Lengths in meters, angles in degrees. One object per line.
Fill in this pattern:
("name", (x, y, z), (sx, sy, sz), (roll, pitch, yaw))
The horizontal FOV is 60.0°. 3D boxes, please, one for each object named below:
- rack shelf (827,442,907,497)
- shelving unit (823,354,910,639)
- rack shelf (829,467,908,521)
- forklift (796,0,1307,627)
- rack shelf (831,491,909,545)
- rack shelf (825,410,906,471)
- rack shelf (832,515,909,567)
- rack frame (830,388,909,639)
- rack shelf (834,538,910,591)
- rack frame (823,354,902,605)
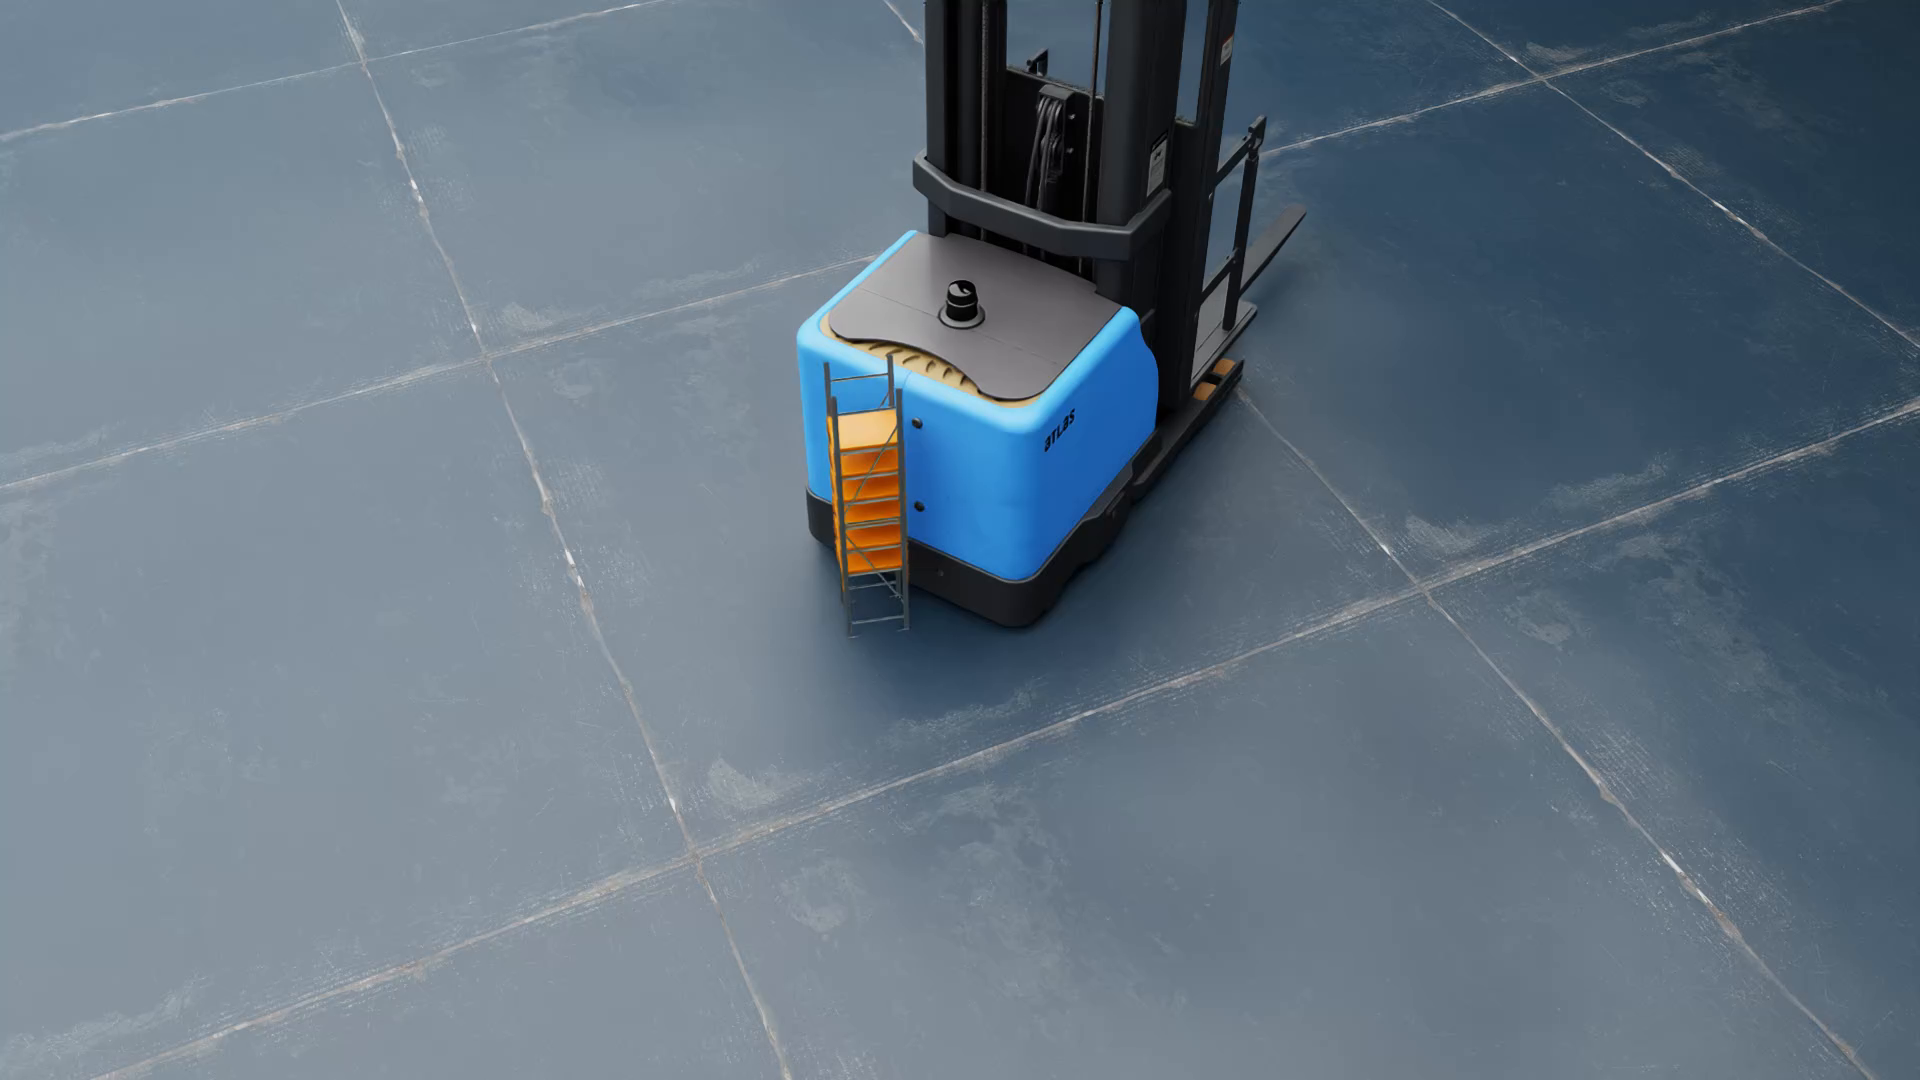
("rack shelf", (-0.330, -0.267, 5.888), (0.258, 0.103, 0.180), (-8, 45, -8))
("shelving unit", (-0.330, -0.128, 6.025), (0.258, 1.200, 0.189), (-8, 45, -8))
("rack shelf", (-0.330, -0.181, 5.972), (0.258, 0.103, 0.180), (-8, 45, -8))
("forklift", (0.599, -1.730, 6.417), (1.130, 2.935, 3.031), (24, 49, 22))
("rack shelf", (-0.330, -0.096, 6.056), (0.258, 0.103, 0.180), (-8, 45, -8))
("rack shelf", (-0.330, -0.352, 5.804), (0.258, 0.103, 0.180), (-8, 45, -8))
("rack shelf", (-0.330, -0.011, 6.141), (0.258, 0.103, 0.180), (-8, 45, -8))
("rack frame", (-0.313, -0.065, 5.961), (0.240, 1.200, 0.006), (-8, 45, -8))
("rack shelf", (-0.330, 0.075, 6.225), (0.258, 0.103, 0.180), (-8, 45, -8))
("rack frame", (-0.347, -0.191, 6.089), (0.240, 1.200, 0.006), (-8, 45, -8))
